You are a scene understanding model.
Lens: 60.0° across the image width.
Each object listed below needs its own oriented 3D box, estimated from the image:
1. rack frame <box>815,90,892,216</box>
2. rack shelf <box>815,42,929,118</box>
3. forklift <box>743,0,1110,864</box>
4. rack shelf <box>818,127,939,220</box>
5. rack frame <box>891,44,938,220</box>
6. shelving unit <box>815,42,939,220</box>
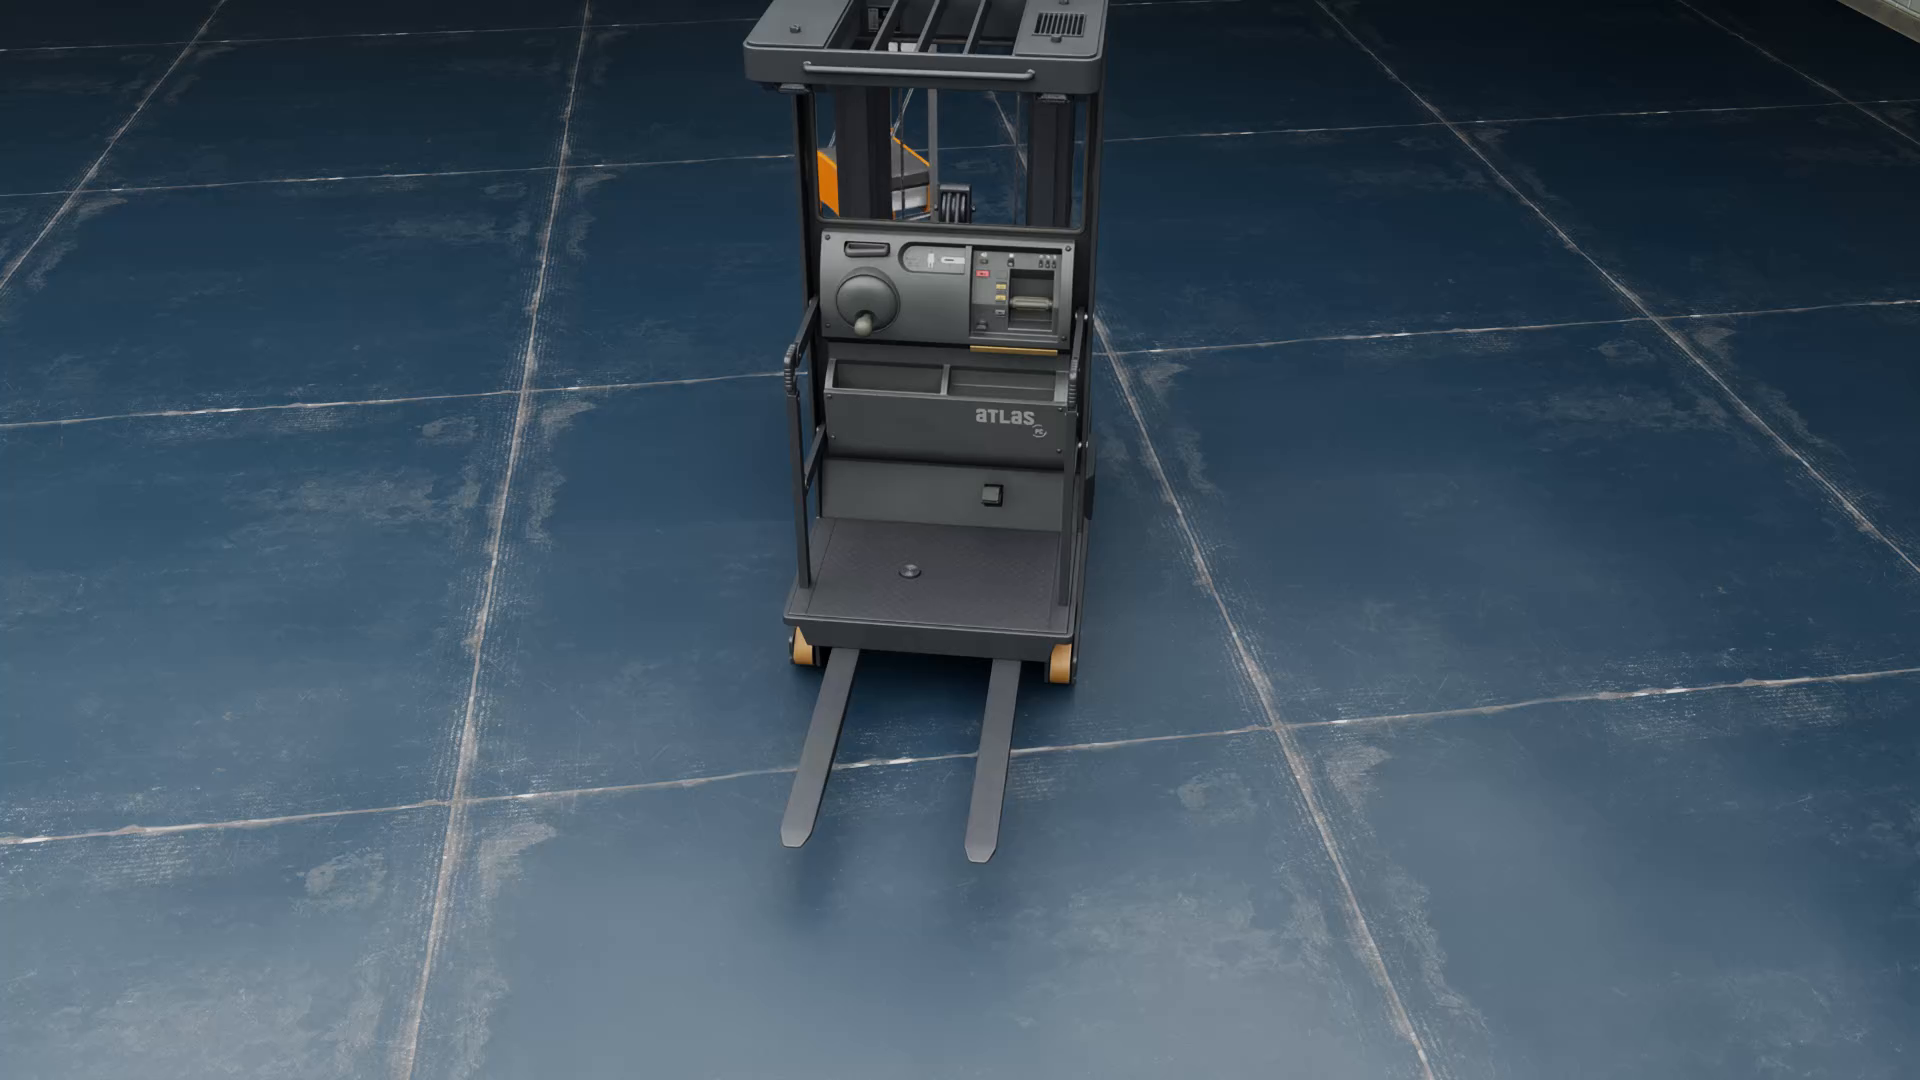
[{"bbox_3d":[-0.501,-1.683,7.852,0.400,2.100,0.015,-15,37,-22],"label":"rack frame"},{"bbox_3d":[-0.391,-2.132,7.289,0.431,0.518,0.480,-15,37,-22],"label":"rack shelf"},{"bbox_3d":[-0.072,-0.860,5.909,1.130,2.935,3.031,4,34,5],"label":"forklift"},{"bbox_3d":[-0.392,-1.550,7.678,0.431,0.518,0.480,-15,37,-22],"label":"rack shelf"},{"bbox_3d":[-0.284,-1.439,7.489,0.400,2.100,0.015,-15,37,-22],"label":"rack frame"},{"bbox_3d":[-0.392,-1.561,7.670,0.431,2.100,0.503,-15,37,-22],"label":"shelving unit"}]
